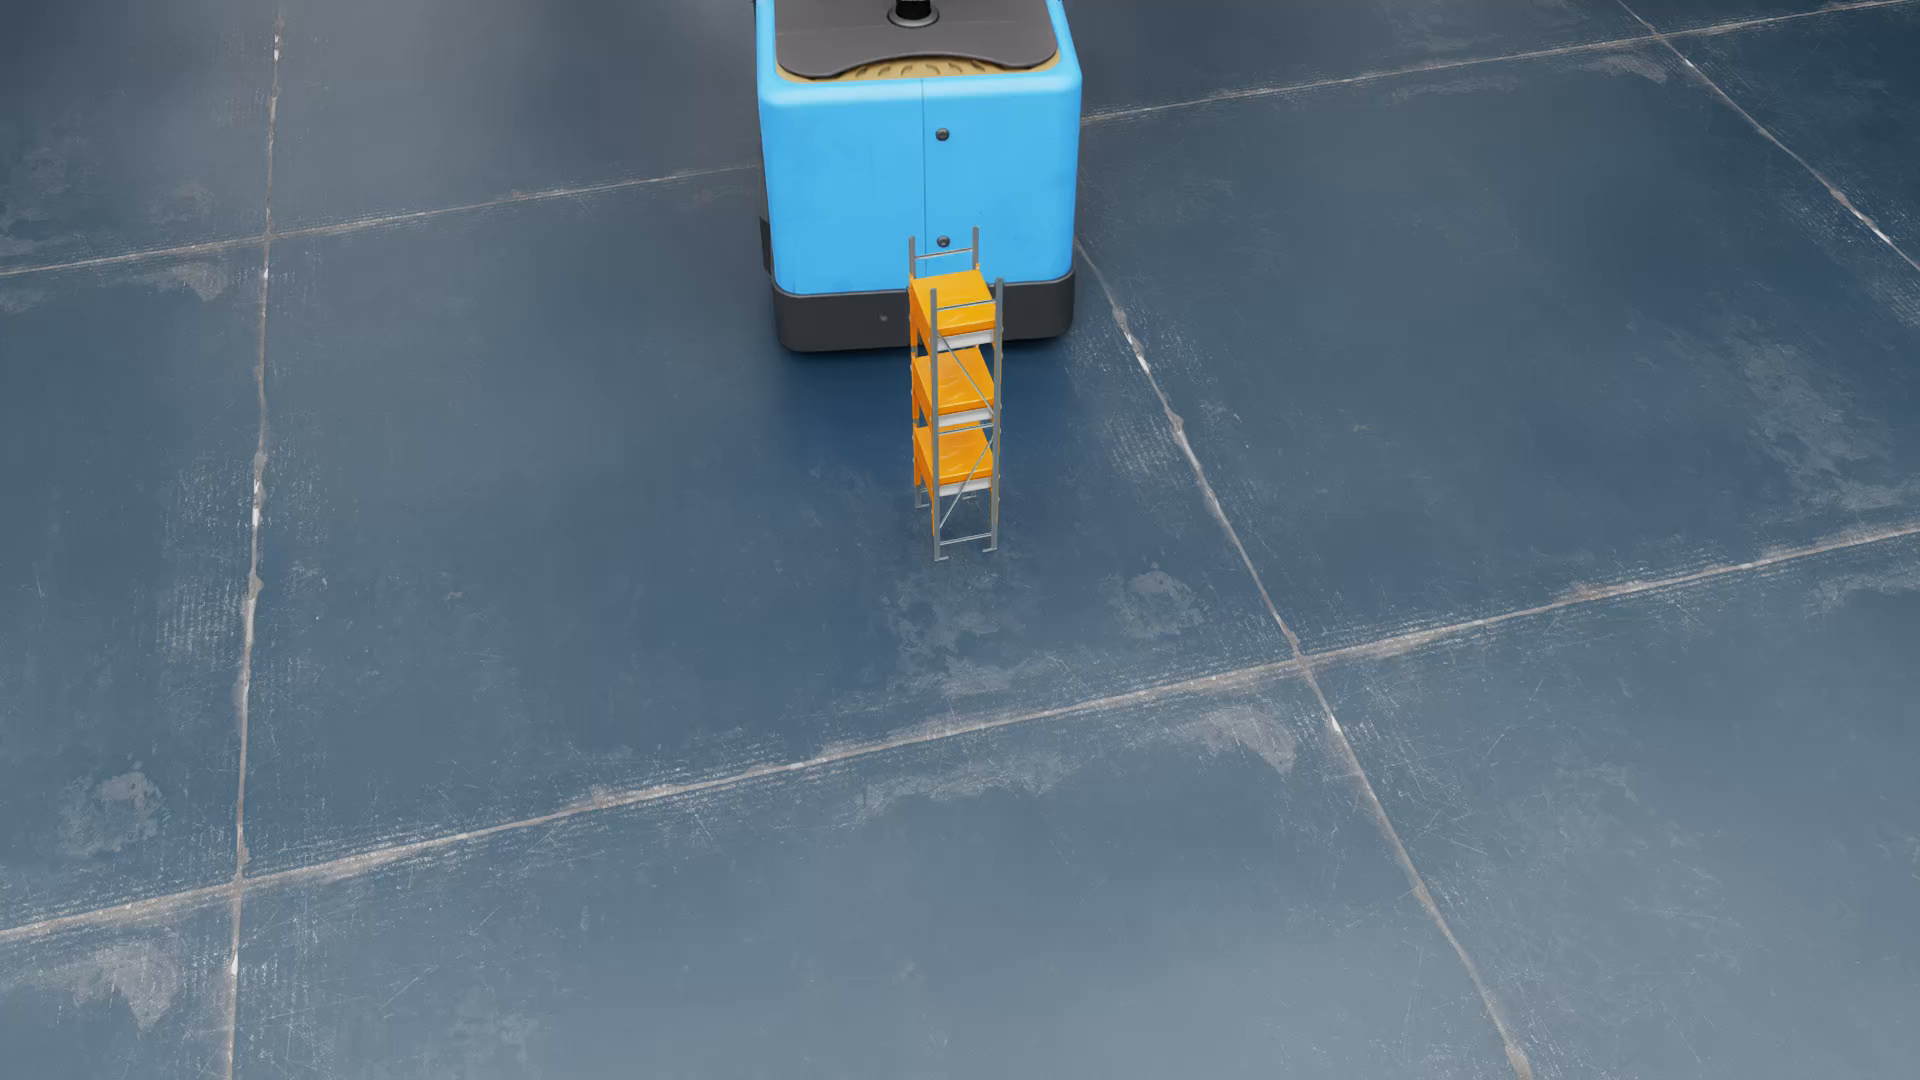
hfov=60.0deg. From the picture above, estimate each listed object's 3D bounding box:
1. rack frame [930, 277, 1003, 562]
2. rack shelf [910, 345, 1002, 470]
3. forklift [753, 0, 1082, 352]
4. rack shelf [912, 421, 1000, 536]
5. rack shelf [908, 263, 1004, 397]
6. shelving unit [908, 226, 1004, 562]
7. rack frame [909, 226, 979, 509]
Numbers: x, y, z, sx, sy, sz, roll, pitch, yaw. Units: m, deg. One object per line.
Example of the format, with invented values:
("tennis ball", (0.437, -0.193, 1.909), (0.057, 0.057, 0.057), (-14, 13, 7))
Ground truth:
("rack frame", (0.018, -0.320, 4.829), (0.200, 1.050, 0.008), (-11, 47, -10))
("rack shelf", (-0.014, -0.397, 4.919), (0.215, 0.259, 0.240), (-11, 47, -10))
("forklift", (-0.255, -2.734, 5.877), (1.130, 2.935, 3.031), (-4, 46, -4))
("rack shelf", (-0.014, -0.202, 5.117), (0.215, 0.259, 0.240), (-11, 47, -10))
("rack shelf", (-0.014, -0.596, 4.716), (0.215, 0.259, 0.240), (-11, 47, -10))
("shelving unit", (-0.014, -0.404, 4.911), (0.215, 1.050, 0.252), (-11, 47, -10))
("rack frame", (-0.045, -0.489, 4.994), (0.200, 1.050, 0.008), (-11, 47, -10))
